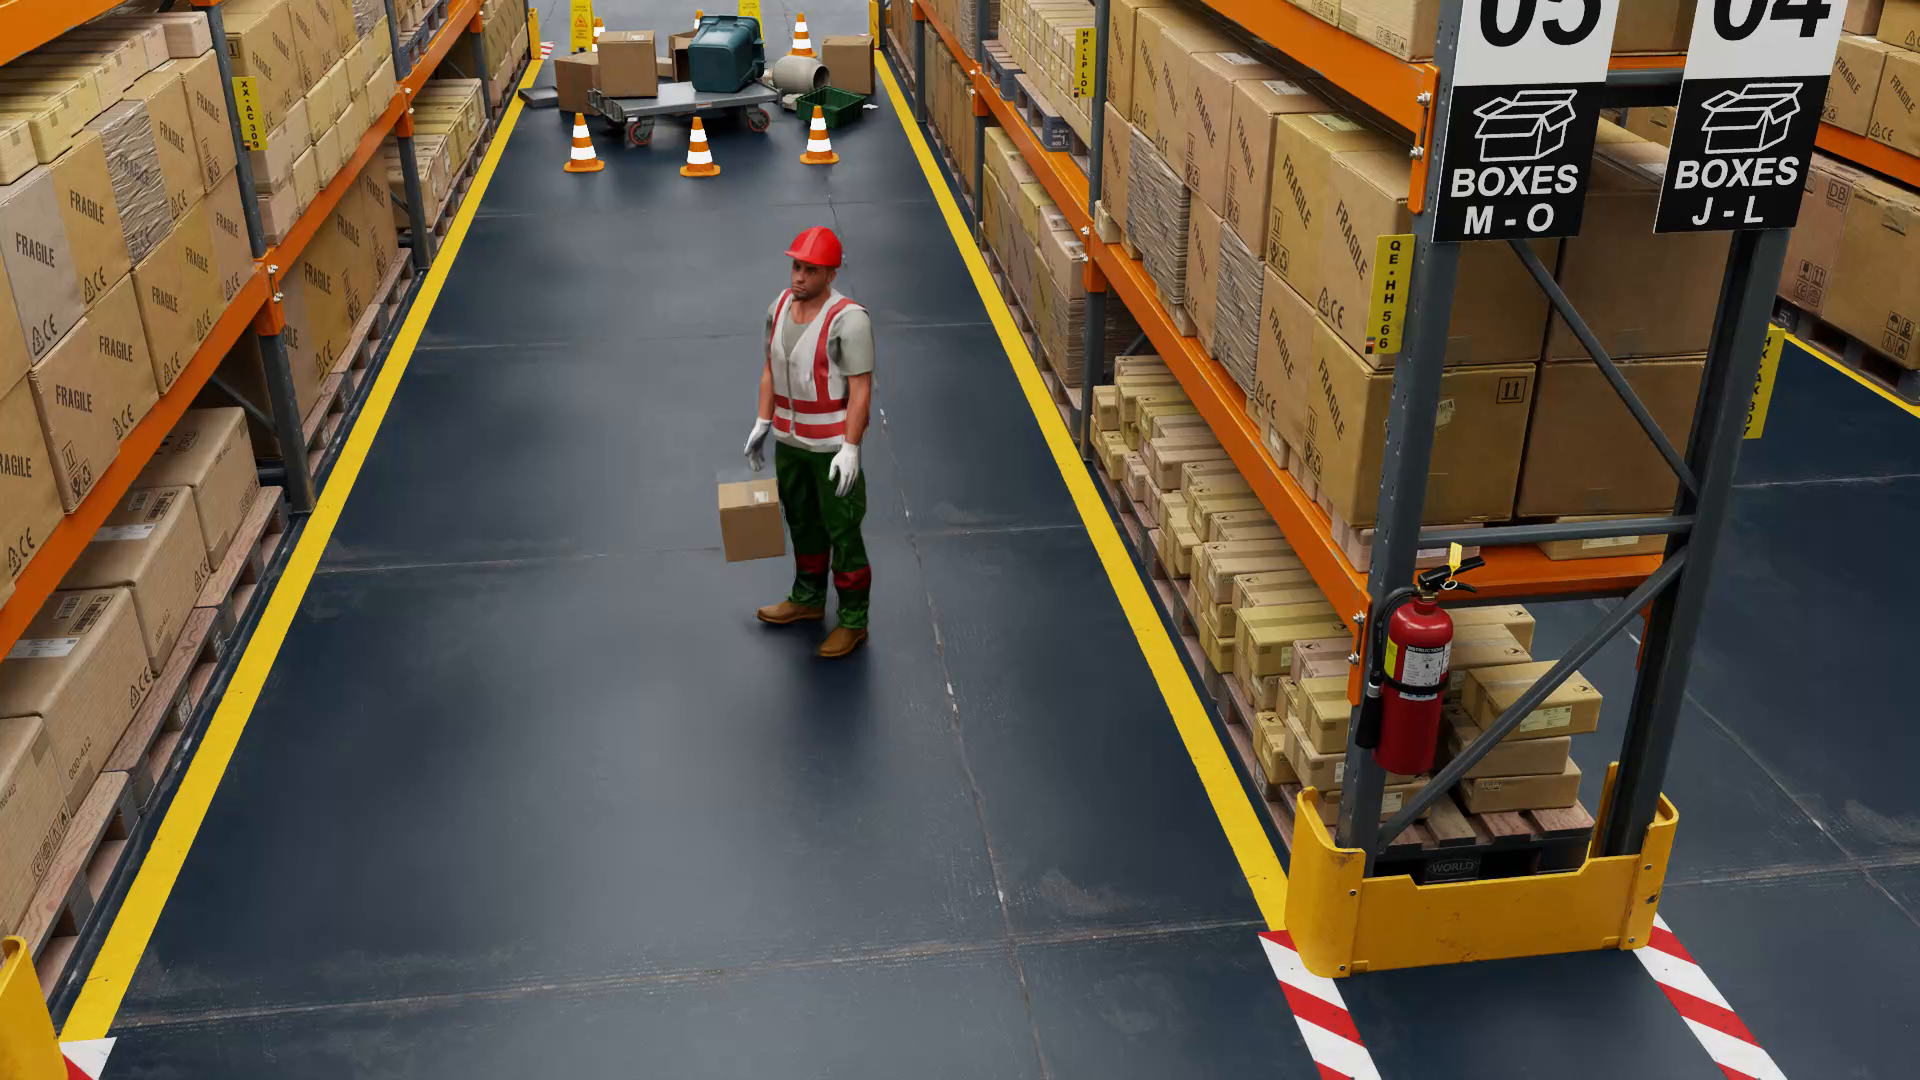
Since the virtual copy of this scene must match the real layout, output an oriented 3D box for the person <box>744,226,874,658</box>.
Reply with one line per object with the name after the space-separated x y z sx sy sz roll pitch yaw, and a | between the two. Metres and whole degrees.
-0.604 -0.394 6.811 0.614 1.798 0.400 20 33 35 | person
